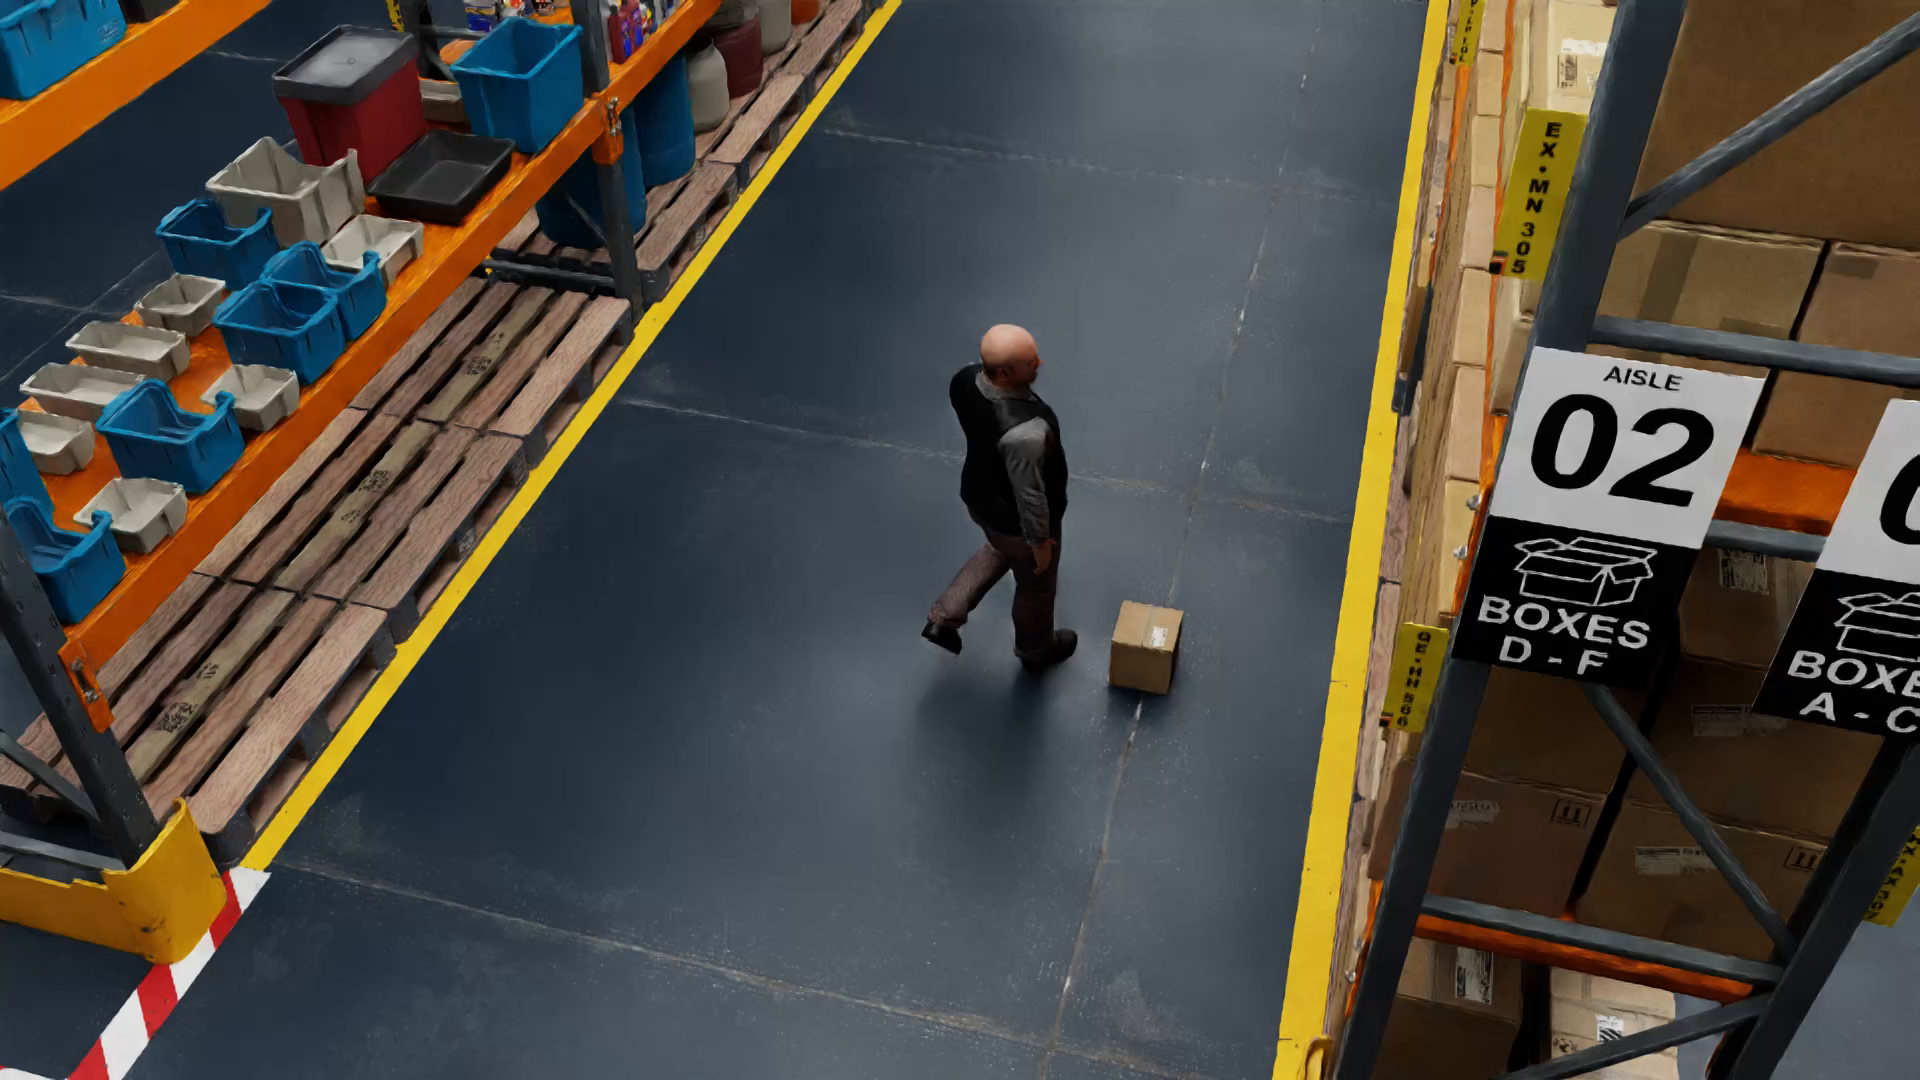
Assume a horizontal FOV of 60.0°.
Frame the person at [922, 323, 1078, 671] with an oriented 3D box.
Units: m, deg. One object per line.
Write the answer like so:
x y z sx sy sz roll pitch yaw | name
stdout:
0.199 -0.083 6.337 0.692 1.636 0.563 -21 45 -23 | person
